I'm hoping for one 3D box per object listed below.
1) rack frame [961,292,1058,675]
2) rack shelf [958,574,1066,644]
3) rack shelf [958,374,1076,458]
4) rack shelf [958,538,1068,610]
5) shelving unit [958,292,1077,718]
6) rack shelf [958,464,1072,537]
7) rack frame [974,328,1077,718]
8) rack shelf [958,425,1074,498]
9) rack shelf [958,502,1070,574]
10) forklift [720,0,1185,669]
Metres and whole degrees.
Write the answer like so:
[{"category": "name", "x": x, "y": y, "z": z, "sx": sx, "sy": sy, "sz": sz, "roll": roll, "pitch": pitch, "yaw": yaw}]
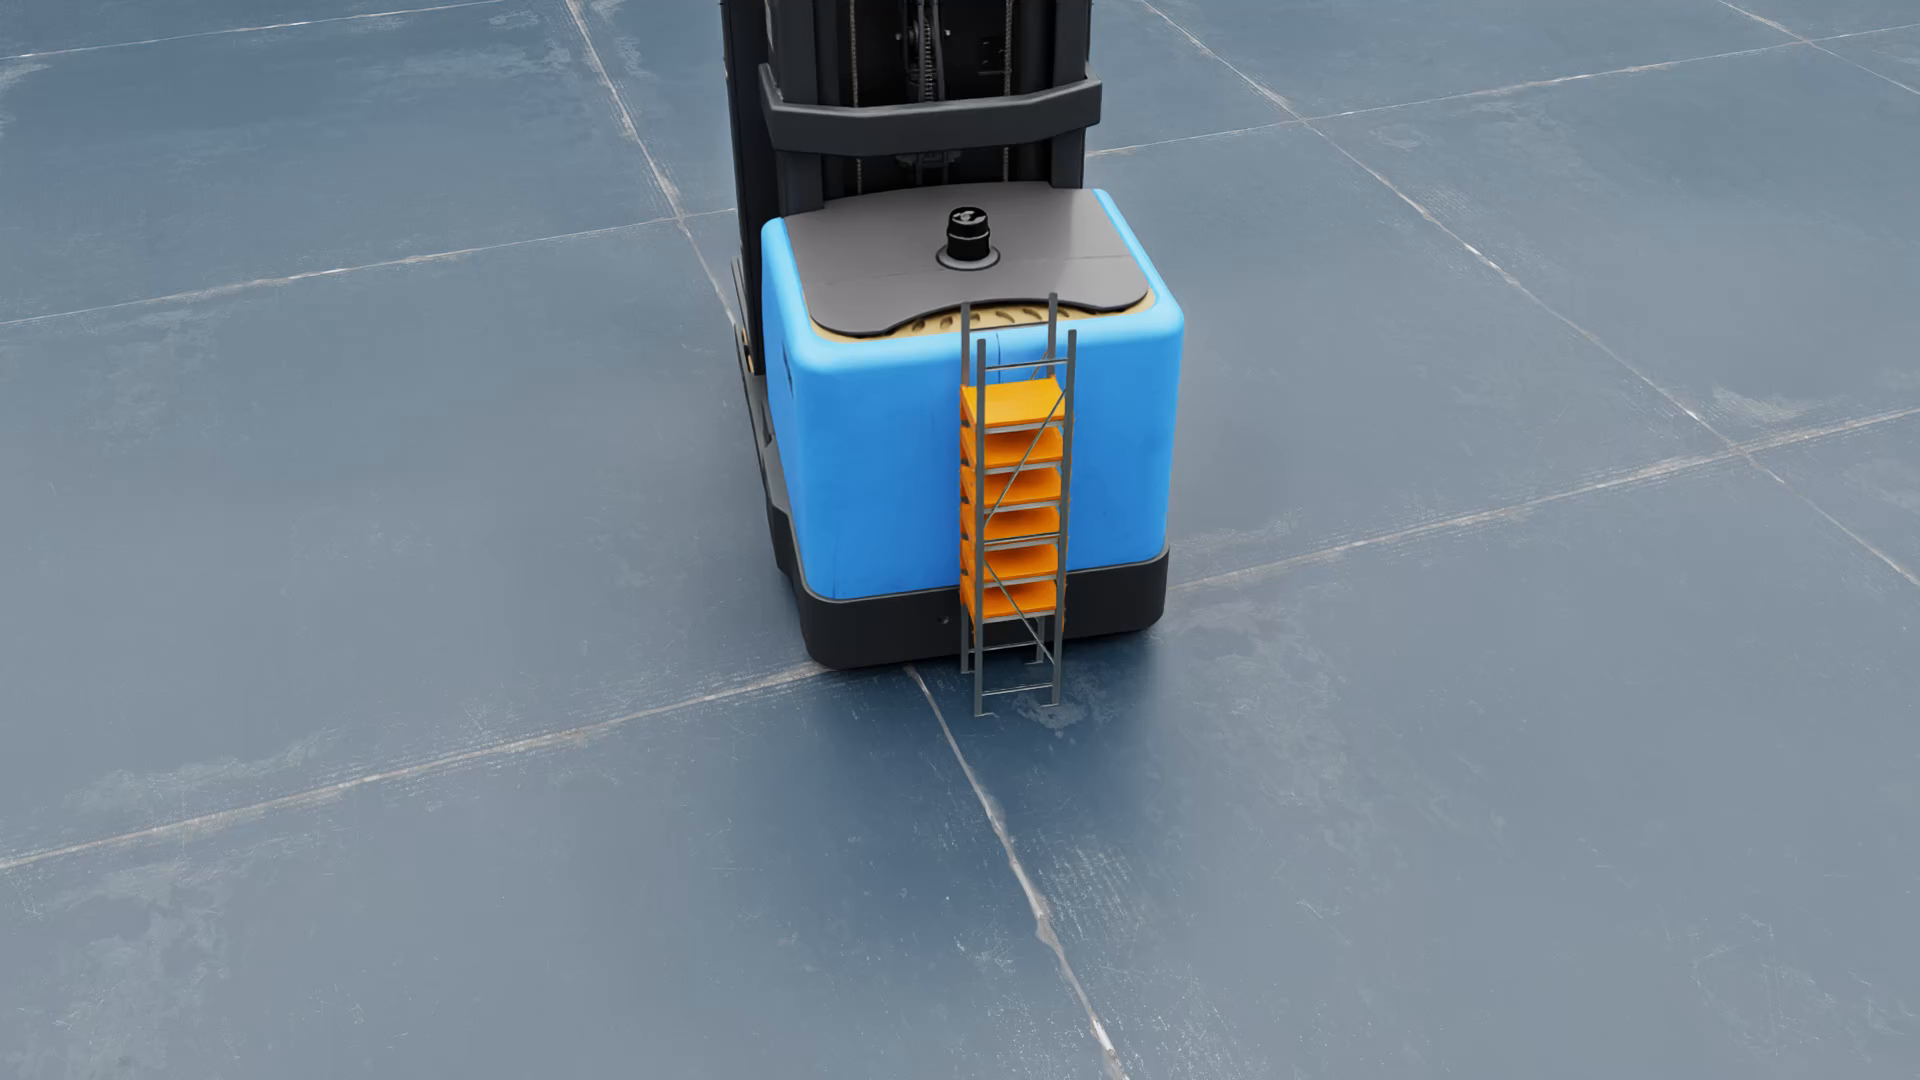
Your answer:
[{"category": "rack frame", "x": 0.121, "y": -0.111, "z": 4.400, "sx": 0.240, "sy": 1.200, "sz": 0.006, "roll": -7, "pitch": 38, "yaw": -9}, {"category": "rack shelf", "x": 0.139, "y": 0.170, "z": 4.500, "sx": 0.258, "sy": 0.103, "sz": 0.180, "roll": -7, "pitch": 38, "yaw": -9}, {"category": "rack shelf", "x": 0.139, "y": -0.309, "z": 4.139, "sx": 0.258, "sy": 0.103, "sz": 0.180, "roll": -7, "pitch": 38, "yaw": -9}, {"category": "rack shelf", "x": 0.139, "y": 0.074, "z": 4.427, "sx": 0.258, "sy": 0.103, "sz": 0.180, "roll": -7, "pitch": 38, "yaw": -9}, {"category": "shelving unit", "x": 0.139, "y": -0.057, "z": 4.328, "sx": 0.258, "sy": 1.200, "sz": 0.189, "roll": -7, "pitch": 38, "yaw": -9}, {"category": "rack shelf", "x": 0.139, "y": -0.117, "z": 4.283, "sx": 0.258, "sy": 0.103, "sz": 0.180, "roll": -7, "pitch": 38, "yaw": -9}, {"category": "rack frame", "x": 0.157, "y": -0.003, "z": 4.257, "sx": 0.240, "sy": 1.200, "sz": 0.006, "roll": -7, "pitch": 38, "yaw": -9}, {"category": "rack shelf", "x": 0.139, "y": -0.213, "z": 4.211, "sx": 0.258, "sy": 0.103, "sz": 0.180, "roll": -7, "pitch": 38, "yaw": -9}, {"category": "rack shelf", "x": 0.139, "y": -0.022, "z": 4.355, "sx": 0.258, "sy": 0.103, "sz": 0.180, "roll": -7, "pitch": 38, "yaw": -9}, {"category": "forklift", "x": -0.203, "y": -1.697, "z": 5.066, "sx": 1.130, "sy": 2.935, "sz": 3.031, "roll": -7, "pitch": 38, "yaw": -9}]
